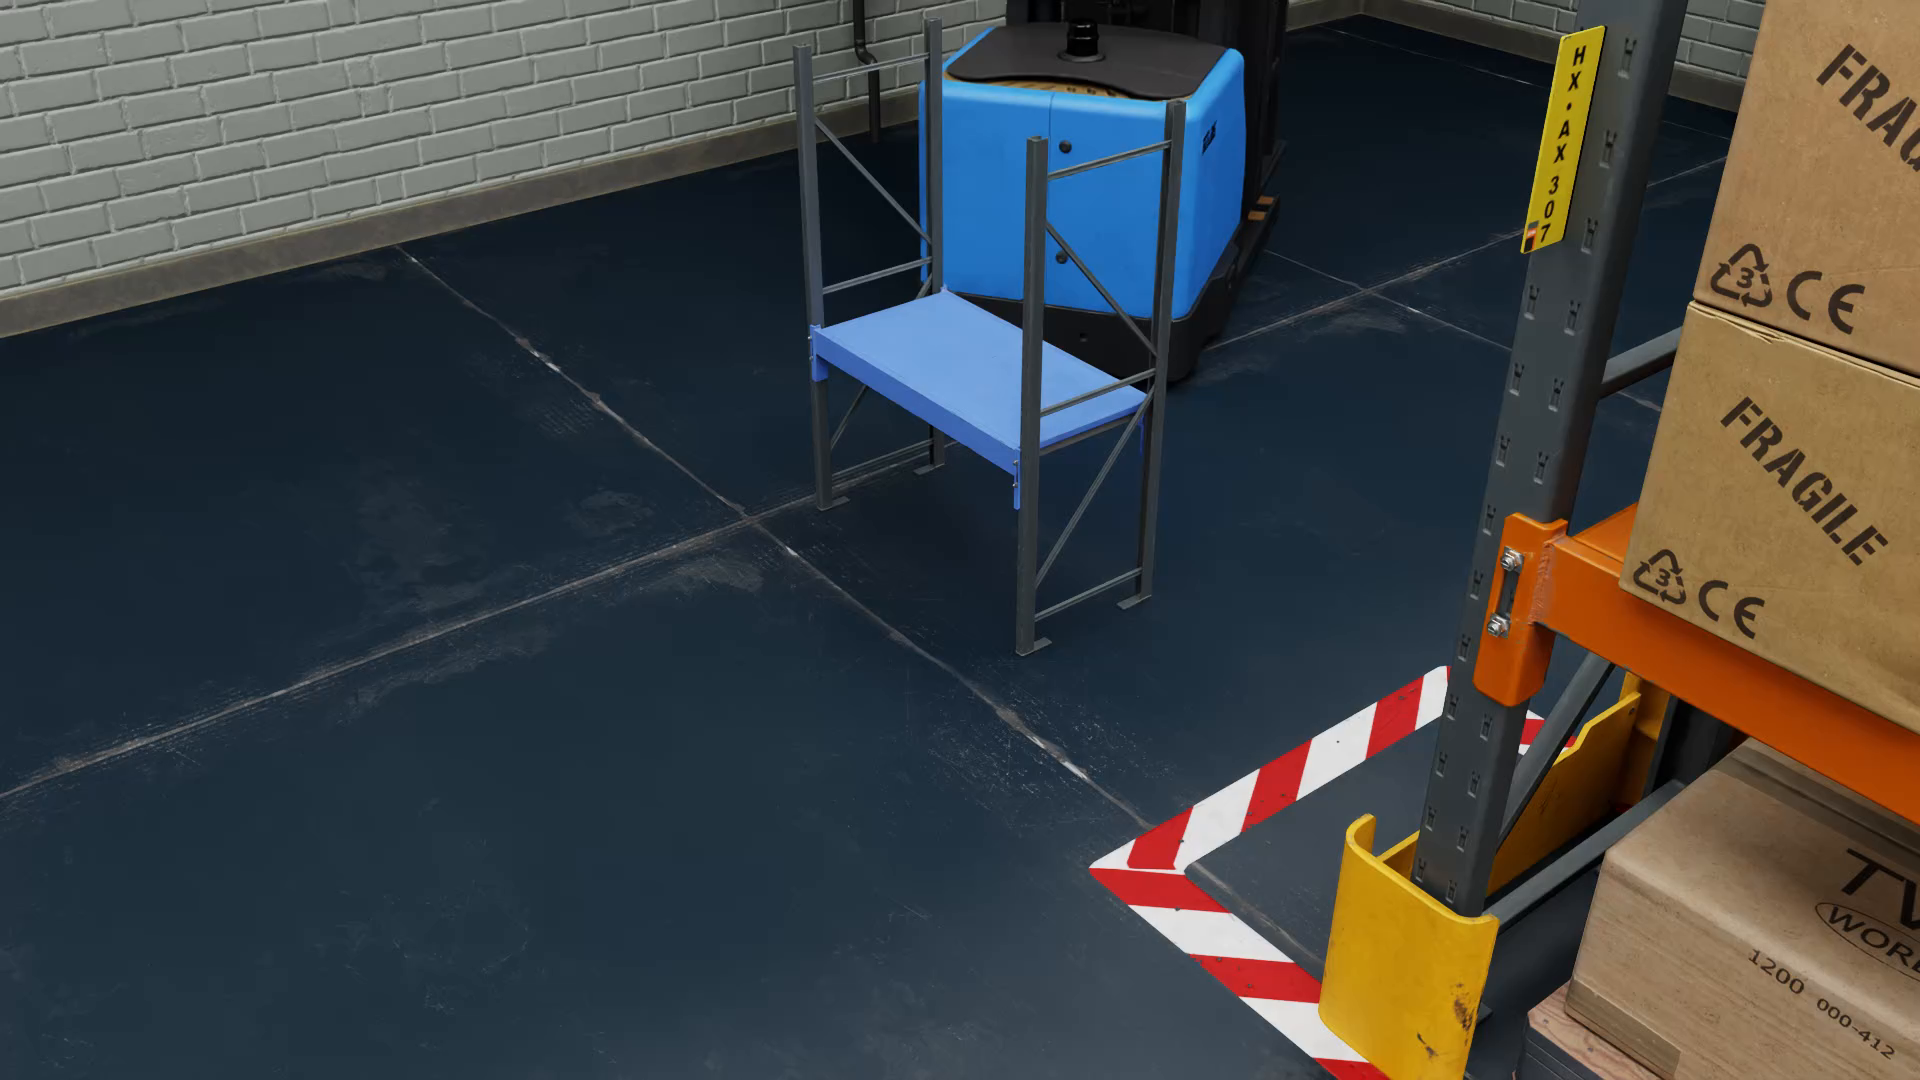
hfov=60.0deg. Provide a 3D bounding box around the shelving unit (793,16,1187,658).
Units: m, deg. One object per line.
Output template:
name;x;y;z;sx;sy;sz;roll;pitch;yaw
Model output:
shelving unit;0.052;-0.602;4.797;0.538;1.500;1.048;-22;38;-31

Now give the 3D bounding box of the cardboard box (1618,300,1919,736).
cardboard box;1.399;-0.112;2.493;0.500;0.500;0.500;-23;38;-32

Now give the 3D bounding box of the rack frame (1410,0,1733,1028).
rack frame;1.331;-0.363;2.991;1.000;3.000;0.127;-22;38;-31

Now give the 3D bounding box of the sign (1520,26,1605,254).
sign;0.889;-0.587;2.456;0.100;0.325;0.005;-22;38;-31

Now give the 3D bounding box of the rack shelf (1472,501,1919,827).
rack shelf;2.557;0.777;1.838;1.077;0.370;4.000;-22;38;-31

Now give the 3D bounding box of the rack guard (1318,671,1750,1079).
rack guard;1.316;0.689;3.666;1.175;0.500;0.348;-22;38;-31

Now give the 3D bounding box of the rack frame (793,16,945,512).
rack frame;-0.259;-0.813;5.138;0.500;1.500;0.032;-22;38;-31

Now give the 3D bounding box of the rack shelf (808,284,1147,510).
rack shelf;0.052;-0.449;4.892;0.538;0.185;1.000;-22;38;-31

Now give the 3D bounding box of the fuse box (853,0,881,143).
fuse box;-0.396;-2.776;8.099;0.539;1.711;0.414;-22;38;-31

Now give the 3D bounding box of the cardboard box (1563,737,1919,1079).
cardboard box;1.815;0.790;3.165;0.875;0.438;0.875;-24;39;-33

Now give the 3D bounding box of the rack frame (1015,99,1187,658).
rack frame;0.364;-0.390;4.456;0.500;1.500;0.032;-22;38;-31

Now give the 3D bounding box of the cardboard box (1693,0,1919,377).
cardboard box;1.400;-0.538;2.230;0.500;0.500;0.500;-23;39;-32

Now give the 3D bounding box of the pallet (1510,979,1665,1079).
pallet;1.883;1.130;3.231;1.003;0.211;1.213;-22;38;-31

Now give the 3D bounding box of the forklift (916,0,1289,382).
forklift;0.800;-2.586;6.635;1.130;2.935;3.031;10;33;16
